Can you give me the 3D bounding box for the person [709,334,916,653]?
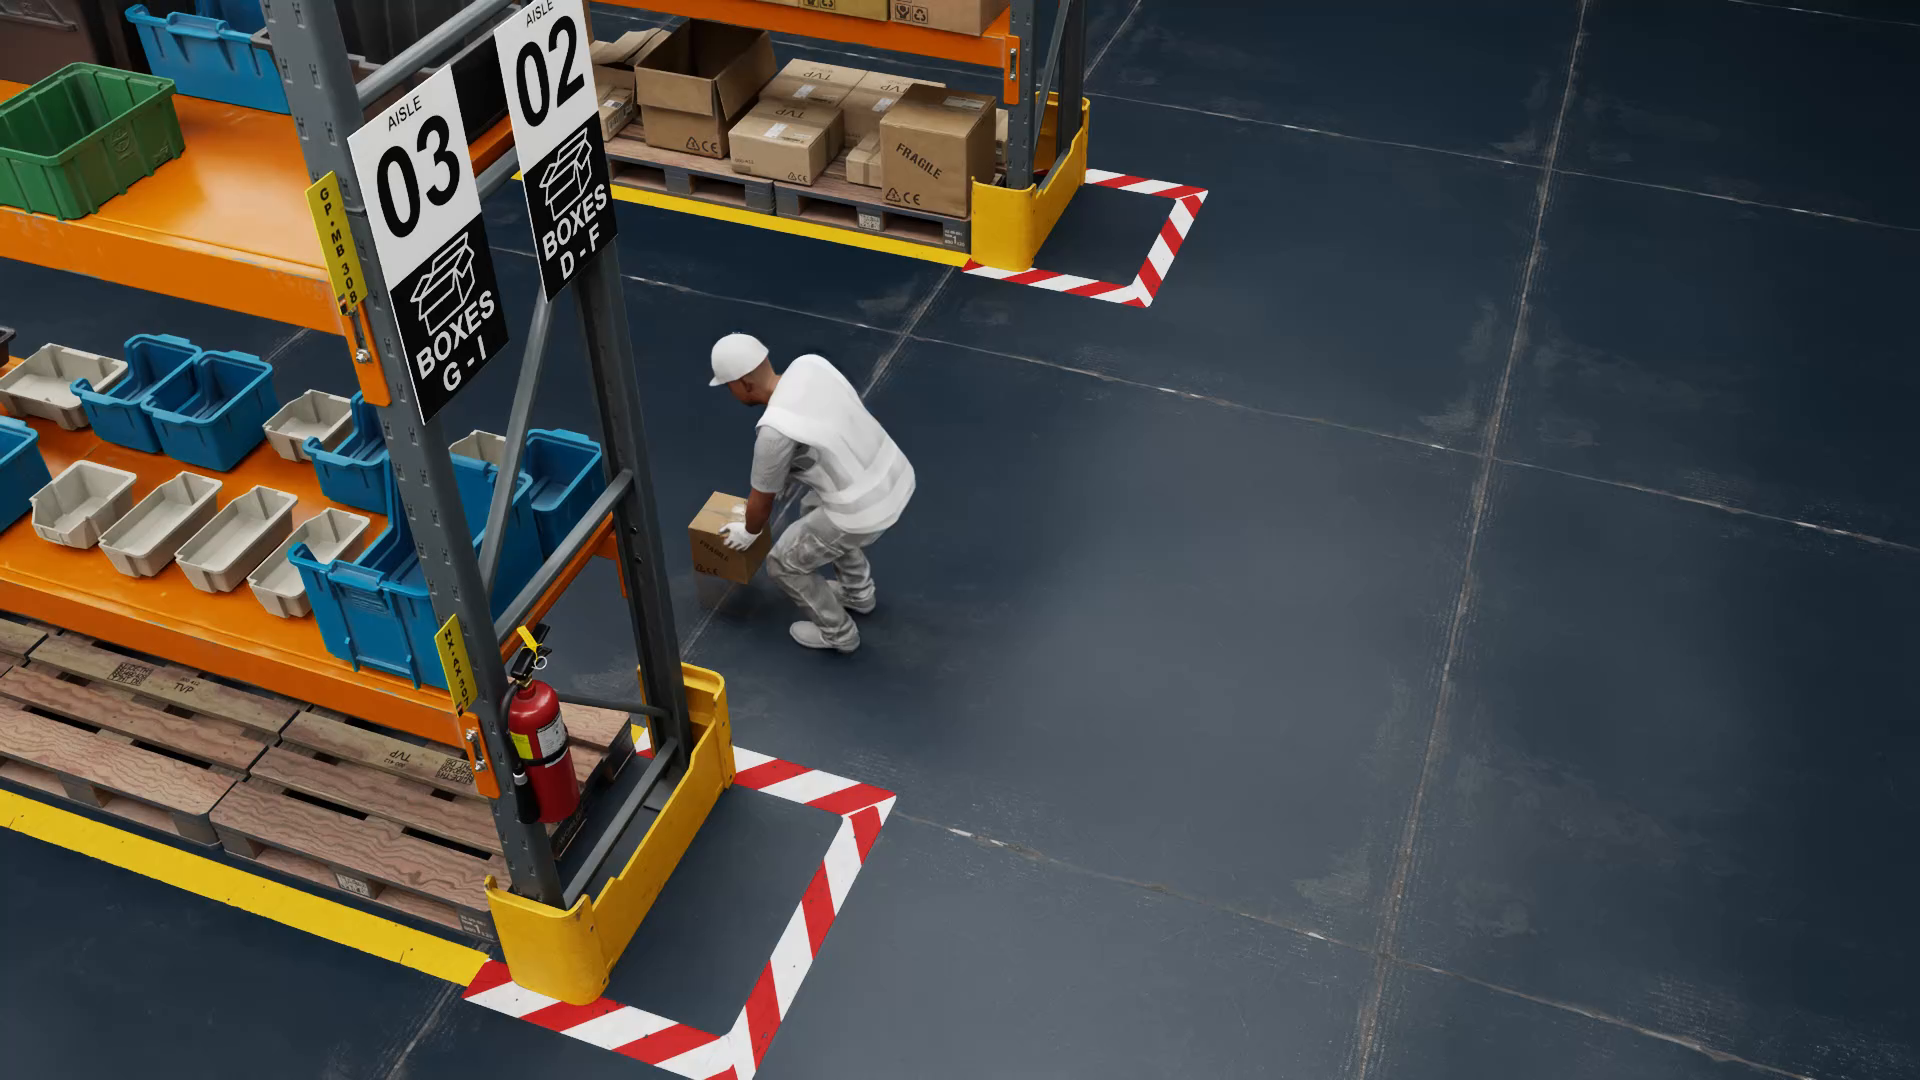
[{"bbox_3d":[-0.583,-0.171,6.622,0.772,1.412,0.613,14,43,15],"label":"person"}]
